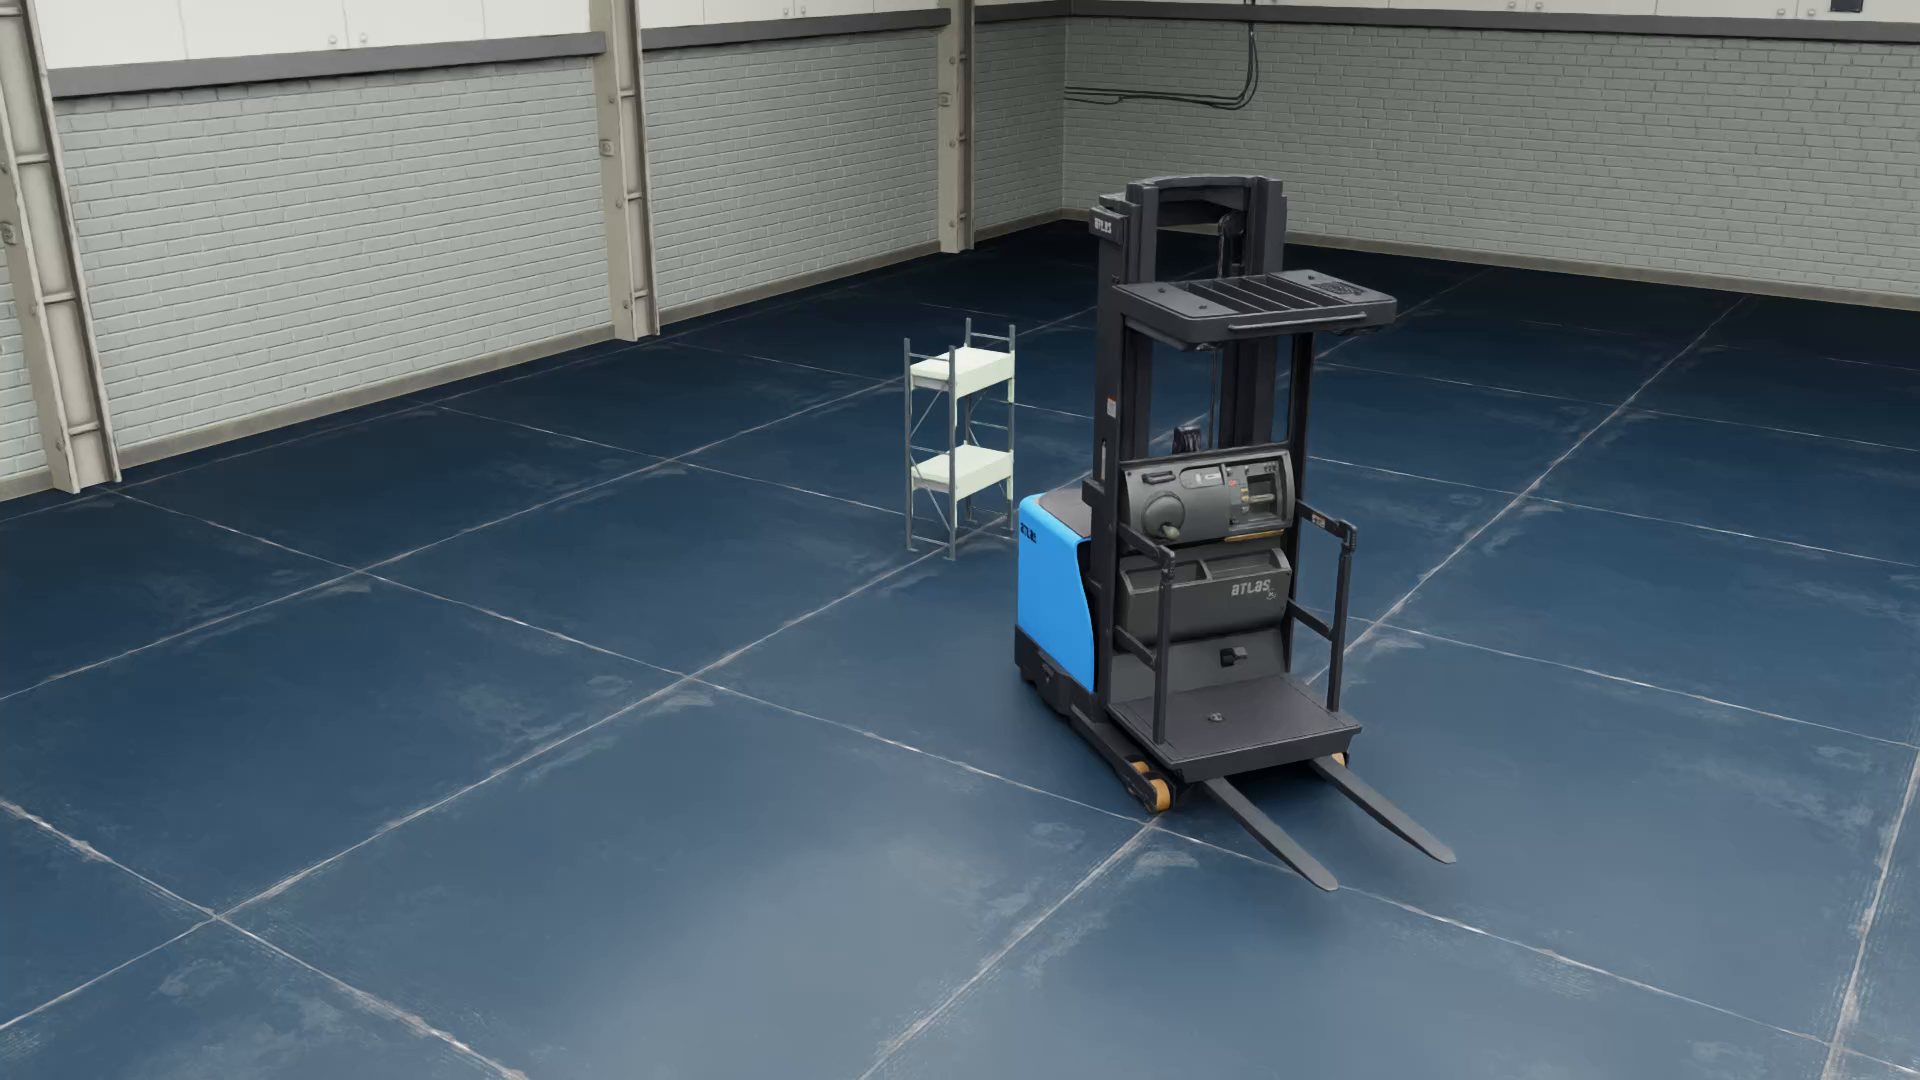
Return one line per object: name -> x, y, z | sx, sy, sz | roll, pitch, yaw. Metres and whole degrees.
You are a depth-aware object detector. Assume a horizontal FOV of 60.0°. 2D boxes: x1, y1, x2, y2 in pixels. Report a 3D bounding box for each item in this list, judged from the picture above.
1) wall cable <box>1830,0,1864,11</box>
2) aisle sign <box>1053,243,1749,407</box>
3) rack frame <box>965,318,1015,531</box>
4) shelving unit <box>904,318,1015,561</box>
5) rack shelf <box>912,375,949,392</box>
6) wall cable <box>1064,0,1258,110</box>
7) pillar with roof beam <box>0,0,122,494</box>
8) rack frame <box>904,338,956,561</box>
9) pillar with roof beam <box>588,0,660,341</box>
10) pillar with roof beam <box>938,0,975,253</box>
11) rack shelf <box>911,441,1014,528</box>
wall cable -> 10.544, -8.428, 16.677 | 2.305, 6.003, 0.169 | 13, 24, 32
aisle sign -> 5.174, -2.650, 18.928 | 6.000, 0.001, 6.000 | 13, 24, 32
rack frame -> 0.209, -0.810, 11.794 | 0.400, 1.500, 0.023 | 13, 24, 32
shelving unit -> -8.272, 3.510, 0.113 | 6.000, 1.500, 30.159 | 13, 24, 32
rack shelf -> 0.004, -1.138, 11.350 | 0.332, 0.071, 0.664 | 13, 24, 32
wall cable -> 2.701, -7.233, 22.823 | 3.097, 2.526, 0.112 | 13, 24, 32
pillar with roof beam -> -3.234, -3.819, 9.119 | 9.100, 9.000, 0.400 | 13, 24, 32
rack frame -> -0.202, -0.600, 11.226 | 0.400, 1.500, 0.023 | 13, 24, 32
pillar with roof beam -> 0.139, -5.541, 13.773 | 9.100, 9.000, 0.400 | 13, 24, 32
pillar with roof beam -> 0.782, -1.637, 3.148 | 22.890, 9.050, 30.400 | 13, 24, 32
rack shelf -> -8.277, 3.931, 0.261 | 6.000, 0.609, 30.141 | 13, 24, 32
